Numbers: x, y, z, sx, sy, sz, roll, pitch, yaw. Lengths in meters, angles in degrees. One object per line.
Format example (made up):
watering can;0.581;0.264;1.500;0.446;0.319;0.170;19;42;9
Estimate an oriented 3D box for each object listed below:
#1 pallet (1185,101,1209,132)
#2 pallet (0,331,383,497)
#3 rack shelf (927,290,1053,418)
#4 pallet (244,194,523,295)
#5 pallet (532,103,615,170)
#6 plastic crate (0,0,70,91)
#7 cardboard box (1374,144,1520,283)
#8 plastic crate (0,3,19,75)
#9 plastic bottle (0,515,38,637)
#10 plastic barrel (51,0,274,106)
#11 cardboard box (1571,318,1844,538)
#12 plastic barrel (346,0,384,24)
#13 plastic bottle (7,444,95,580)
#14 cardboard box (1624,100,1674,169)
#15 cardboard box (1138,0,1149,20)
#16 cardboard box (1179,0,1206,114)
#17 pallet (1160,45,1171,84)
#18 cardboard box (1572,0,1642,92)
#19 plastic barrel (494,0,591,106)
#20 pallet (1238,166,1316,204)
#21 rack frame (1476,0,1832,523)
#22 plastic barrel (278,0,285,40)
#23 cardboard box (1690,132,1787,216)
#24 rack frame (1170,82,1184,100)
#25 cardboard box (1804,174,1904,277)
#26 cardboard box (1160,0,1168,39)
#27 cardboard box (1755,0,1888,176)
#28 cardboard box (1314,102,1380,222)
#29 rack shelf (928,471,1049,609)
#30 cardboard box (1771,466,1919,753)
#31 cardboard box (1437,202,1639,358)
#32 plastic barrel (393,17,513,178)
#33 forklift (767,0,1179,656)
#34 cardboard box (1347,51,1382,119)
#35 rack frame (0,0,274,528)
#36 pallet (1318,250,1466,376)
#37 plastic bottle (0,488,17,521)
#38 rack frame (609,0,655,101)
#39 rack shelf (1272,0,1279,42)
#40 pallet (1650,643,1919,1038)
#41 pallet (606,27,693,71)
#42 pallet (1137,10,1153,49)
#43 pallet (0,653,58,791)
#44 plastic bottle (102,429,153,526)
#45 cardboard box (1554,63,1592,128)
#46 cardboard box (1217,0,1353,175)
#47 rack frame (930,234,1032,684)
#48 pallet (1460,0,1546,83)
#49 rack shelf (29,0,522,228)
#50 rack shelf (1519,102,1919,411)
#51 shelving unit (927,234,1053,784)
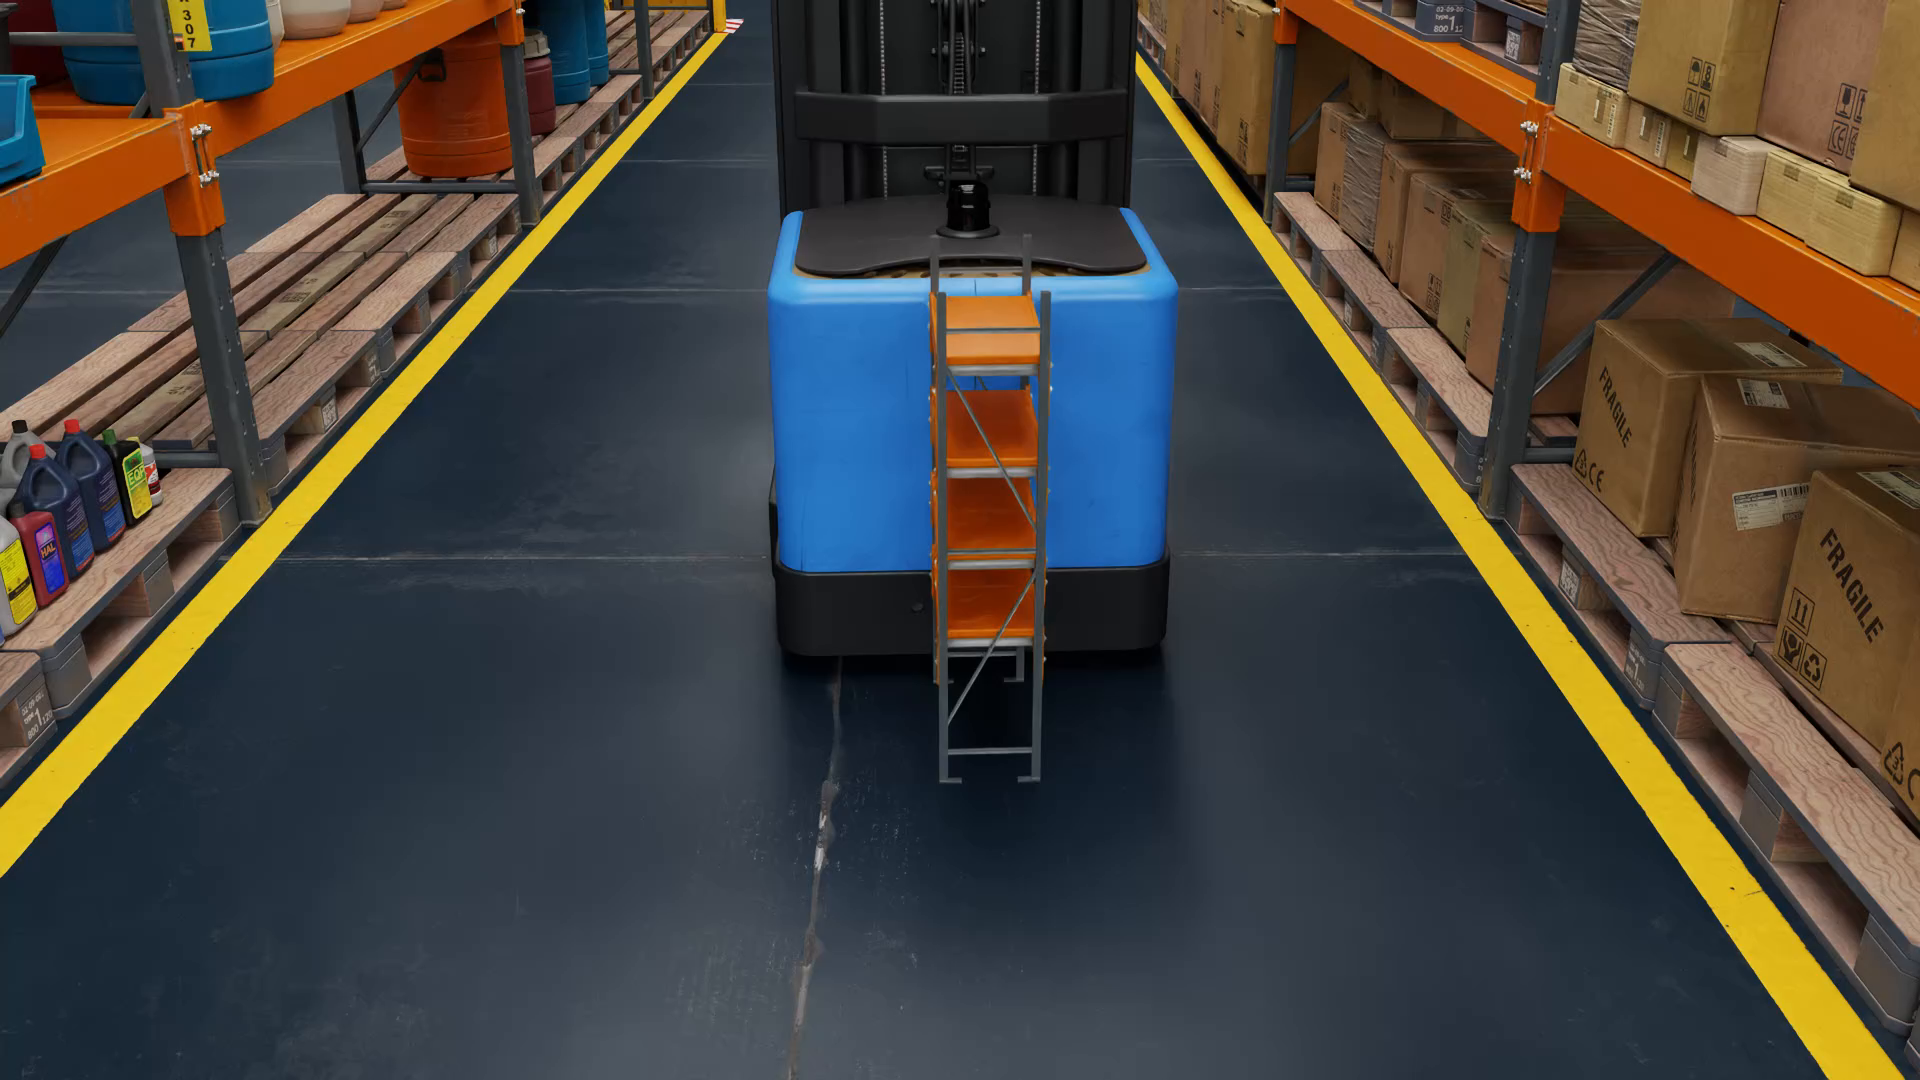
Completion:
pallet;2.201;-3.159;11.978;1.003;0.211;1.213;0;24;-1
pallet;-2.795;-0.481;6.058;1.003;0.211;1.213;0;24;-1
rack shelf;0.060;-0.430;3.790;0.258;0.148;0.480;-1;24;-2
pallet;-2.822;-1.487;8.281;1.003;0.211;1.213;0;24;-1
pallet;-2.852;-2.632;10.814;1.003;0.211;1.213;0;24;-1
plastic crate;-3.059;-1.656;5.193;0.402;0.464;0.583;0;24;-1
cardboard box;2.221;-1.422;7.254;0.700;0.500;0.500;2;24;4
plastic crate;-2.869;-1.184;4.303;0.767;0.338;0.504;0;24;-1
plastic bottle;-2.447;0.054;4.170;0.144;0.351;0.185;0;24;-1
plastic barrel;-2.449;-1.817;5.020;0.600;0.901;0.708;0;24;-1
cardboard box;2.169;-0.338;4.881;0.500;0.500;0.500;-1;24;-2
plastic barrel;-2.552;-2.366;6.676;0.433;0.535;0.433;0;24;0
plastic bottle;-2.450;-0.079;4.464;0.144;0.351;0.185;-1;24;-3
cardboard box;1.927;-1.040;4.215;0.380;0.149;0.250;0;24;-1
cardboard box;2.161;-5.355;15.519;0.875;0.875;0.875;0;24;-1
cardboard box;2.155;-3.338;11.060;1.225;0.875;0.875;-1;24;-2
pallet;2.188;-3.790;13.374;1.003;0.211;1.213;0;24;-1
cardboard box;2.148;-1.446;4.325;0.875;0.500;0.500;0;24;-1
plastic barrel;-2.838;-3.444;11.262;0.600;0.901;0.708;0;24;-1
pallet;2.228;-2.153;9.755;1.003;0.211;1.213;0;24;-1
rack frame;2.205;-1.451;4.817;1.000;3.000;0.127;0;24;-1
plastic barrel;-2.609;-1.911;6.004;0.301;0.262;0.301;0;24;0
cardboard box;1.900;-0.834;3.759;0.380;0.149;0.250;0;24;-1
rack frame;2.118;-4.747;12.106;1.000;3.000;0.127;0;24;-1
cardboard box;1.936;-0.628;3.304;0.380;0.149;0.250;0;24;-1
cardboard box;2.181;-4.613;13.879;0.875;0.875;0.875;0;24;-1
cardboard box;2.224;-1.034;3.414;0.875;0.500;0.500;0;24;-1
cardboard box;2.189;-1.884;8.276;0.700;0.500;0.500;-2;24;-3
rack shelf;0.060;-0.010;3.978;0.258;0.148;0.480;-1;24;-2
cardboard box;2.268;0.153;3.794;0.500;0.500;0.500;-2;24;-5
cardboard box;2.233;-0.962;6.236;0.700;0.500;0.500;0;24;-1
plastic barrel;-2.814;-2.481;9.219;0.600;0.830;0.708;0;24;-1
forklift;-0.027;-1.593;5.215;1.130;2.935;3.031;-1;24;-2
cardboard box;2.199;-2.226;8.121;0.500;0.250;0.500;1;24;2
rack frame;-2.748;-1.428;4.768;1.000;3.000;0.127;0;24;-1
pallet;2.179;-1.005;7.215;1.003;0.211;1.213;0;24;-1
plastic bottle;-2.598;-0.034;4.455;0.152;0.276;0.135;0;24;-1
rack frame;-2.835;-4.725;12.057;1.000;3.000;0.127;0;24;-1
rack shelf;2.139;-3.595;10.432;1.077;0.370;4.000;0;24;-1
pallet;2.264;0.601;3.666;1.003;0.211;1.213;0;24;-1
pallet;-2.898;-4.261;14.415;1.003;0.211;1.213;0;24;-1
pallet;2.161;-4.796;15.597;1.003;0.211;1.213;0;24;-1
pallet;-2.766;0.623;3.616;1.003;0.211;1.213;0;24;-1
plastic bottle;-2.413;-0.194;4.802;0.061;0.283;0.133;1;24;2
cardboard box;1.907;-1.246;4.670;0.380;0.149;0.250;0;24;-1
cardboard box;2.175;-2.607;9.442;1.225;0.875;0.875;-1;24;-3
rack frame;0.049;-0.171;4.173;0.240;1.200;0.015;-1;24;-2
pallet;2.342;-1.679;5.555;1.003;0.211;1.213;0;24;-1
rack shelf;-2.770;-1.925;6.738;1.077;0.370;4.000;0;24;-1
rack shelf;2.227;-0.299;3.143;1.077;0.370;4.000;0;24;-1
shelving unit;0.060;-0.072;3.950;0.258;1.200;0.503;-1;24;-2
